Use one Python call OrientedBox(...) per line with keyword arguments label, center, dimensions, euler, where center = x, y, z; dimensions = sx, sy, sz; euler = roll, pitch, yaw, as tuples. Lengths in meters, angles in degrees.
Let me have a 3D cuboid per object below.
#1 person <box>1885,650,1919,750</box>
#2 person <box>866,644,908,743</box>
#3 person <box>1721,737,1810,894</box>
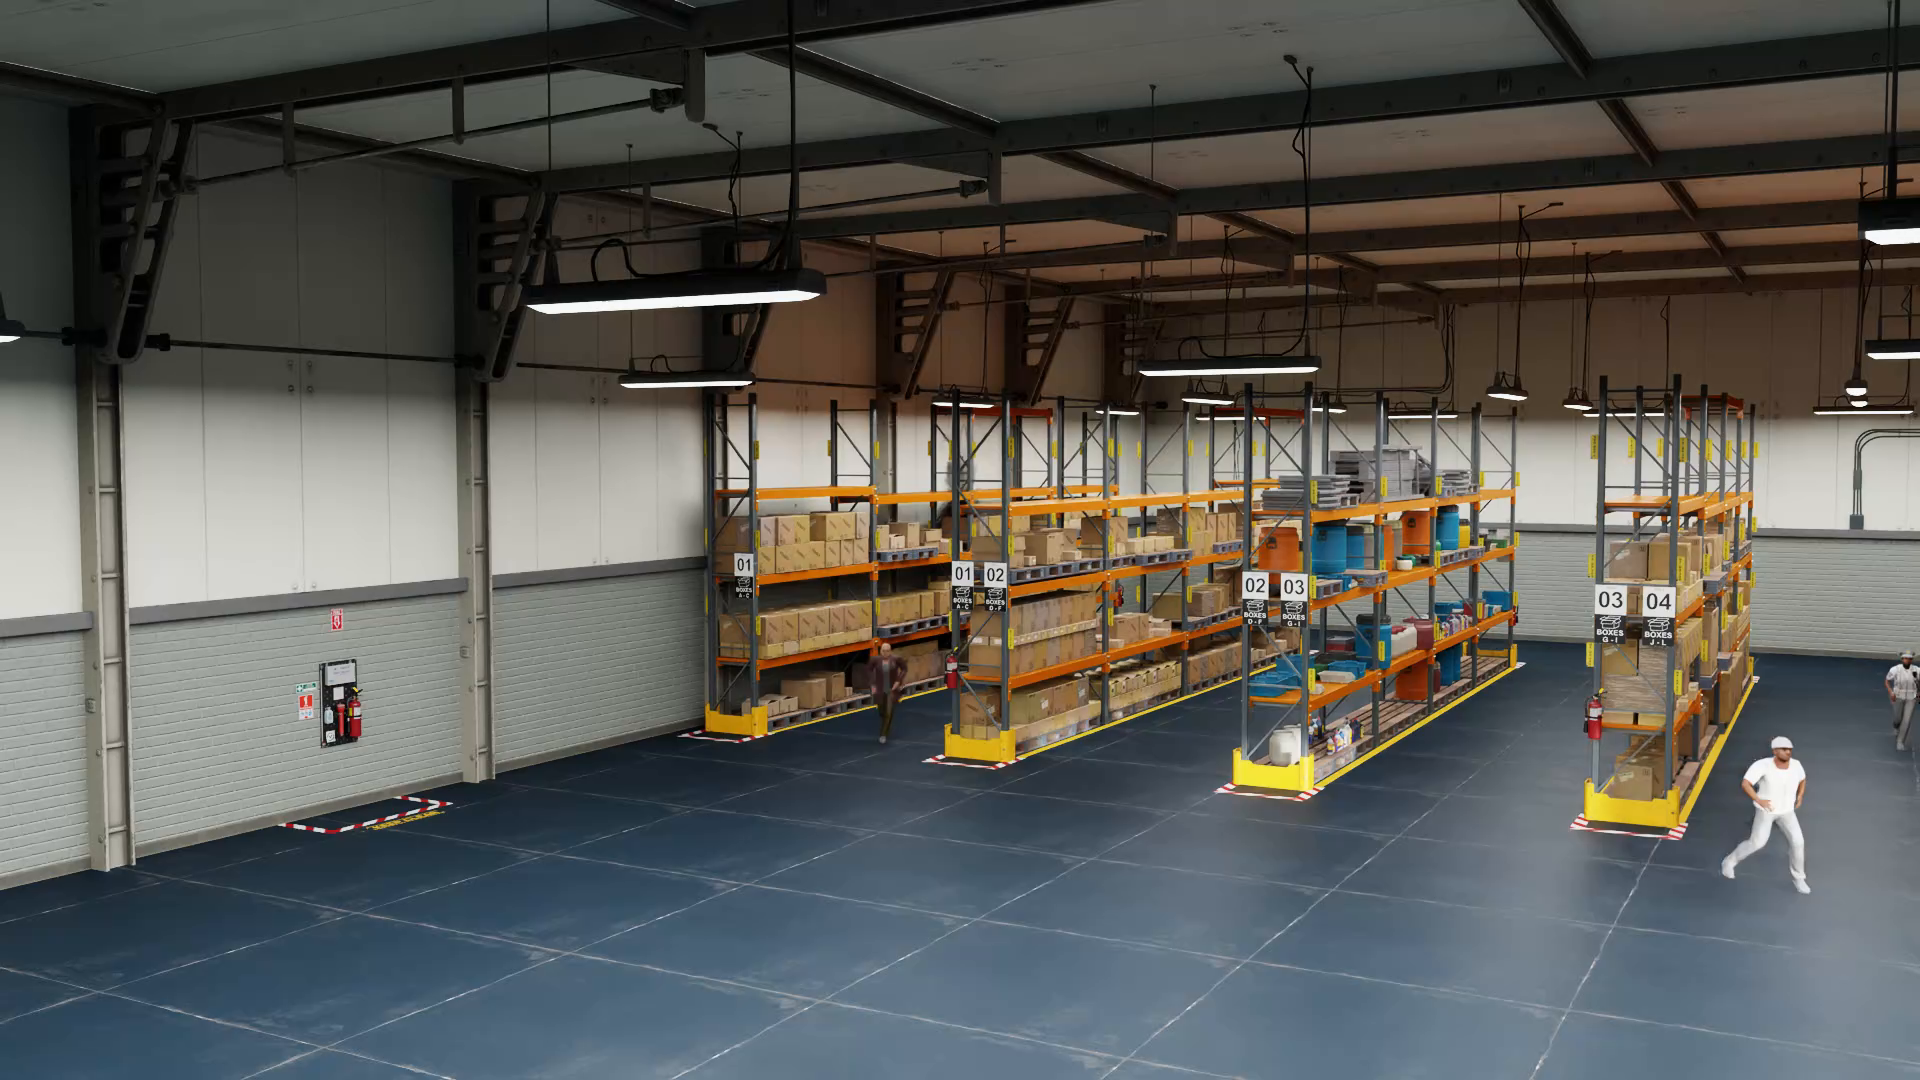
OrientedBox(label="person", center=(15.926, 2.673, 28.034), dimensions=(0.598, 1.667, 0.686), euler=(1, 3, 22))
OrientedBox(label="person", center=(-1.261, 2.616, 28.789), dimensions=(0.712, 1.726, 0.888), euler=(0, 3, -2))
OrientedBox(label="person", center=(9.310, 3.119, 19.065), dimensions=(0.921, 1.760, 0.757), euler=(0, 3, -8))
